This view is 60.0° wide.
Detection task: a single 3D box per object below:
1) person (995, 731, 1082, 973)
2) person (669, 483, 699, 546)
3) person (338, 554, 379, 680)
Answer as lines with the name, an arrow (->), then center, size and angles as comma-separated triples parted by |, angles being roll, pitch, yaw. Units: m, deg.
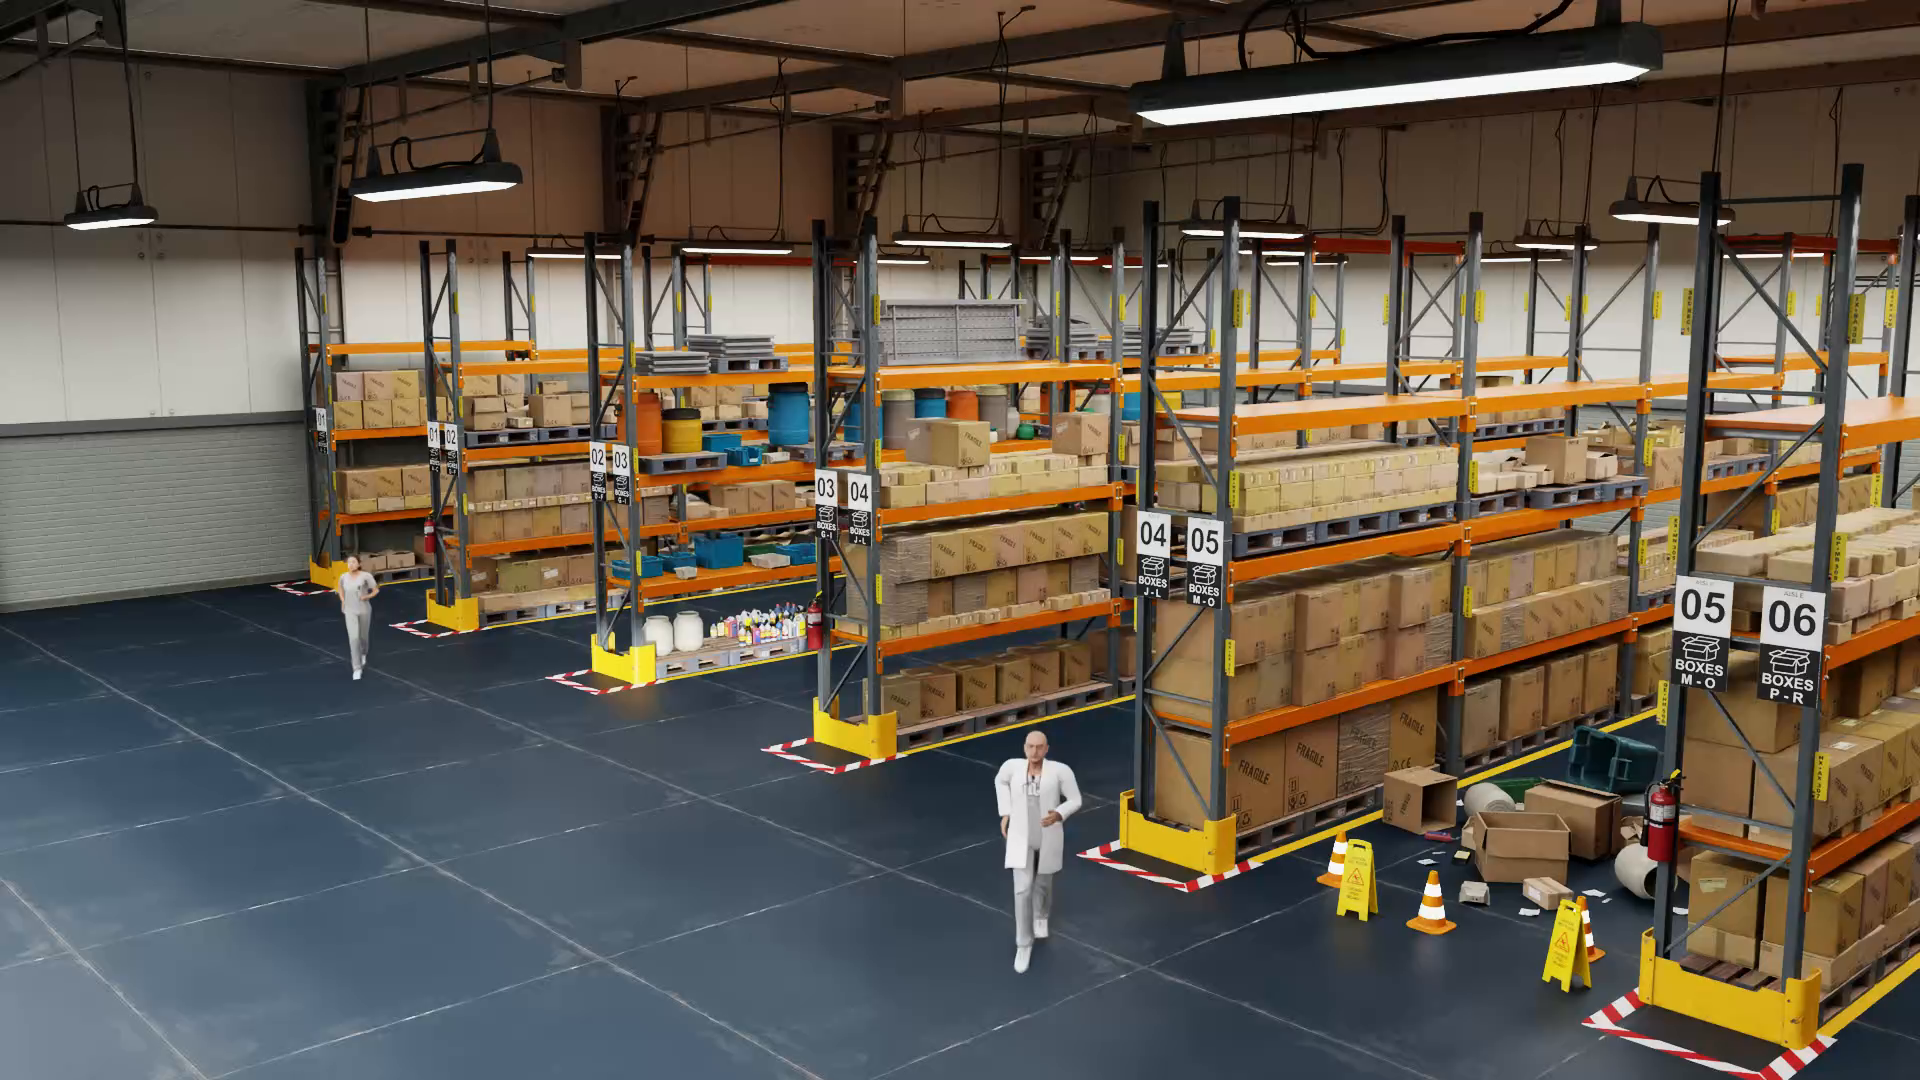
person -> 0.611, 2.382, 13.104 | 0.693, 1.827, 0.915 | 1, 8, 3
person -> -5.199, -0.256, 31.068 | 0.676, 1.773, 0.669 | -7, 11, -40
person -> -8.231, 1.012, 22.783 | 0.558, 1.680, 0.891 | -2, 9, -13
